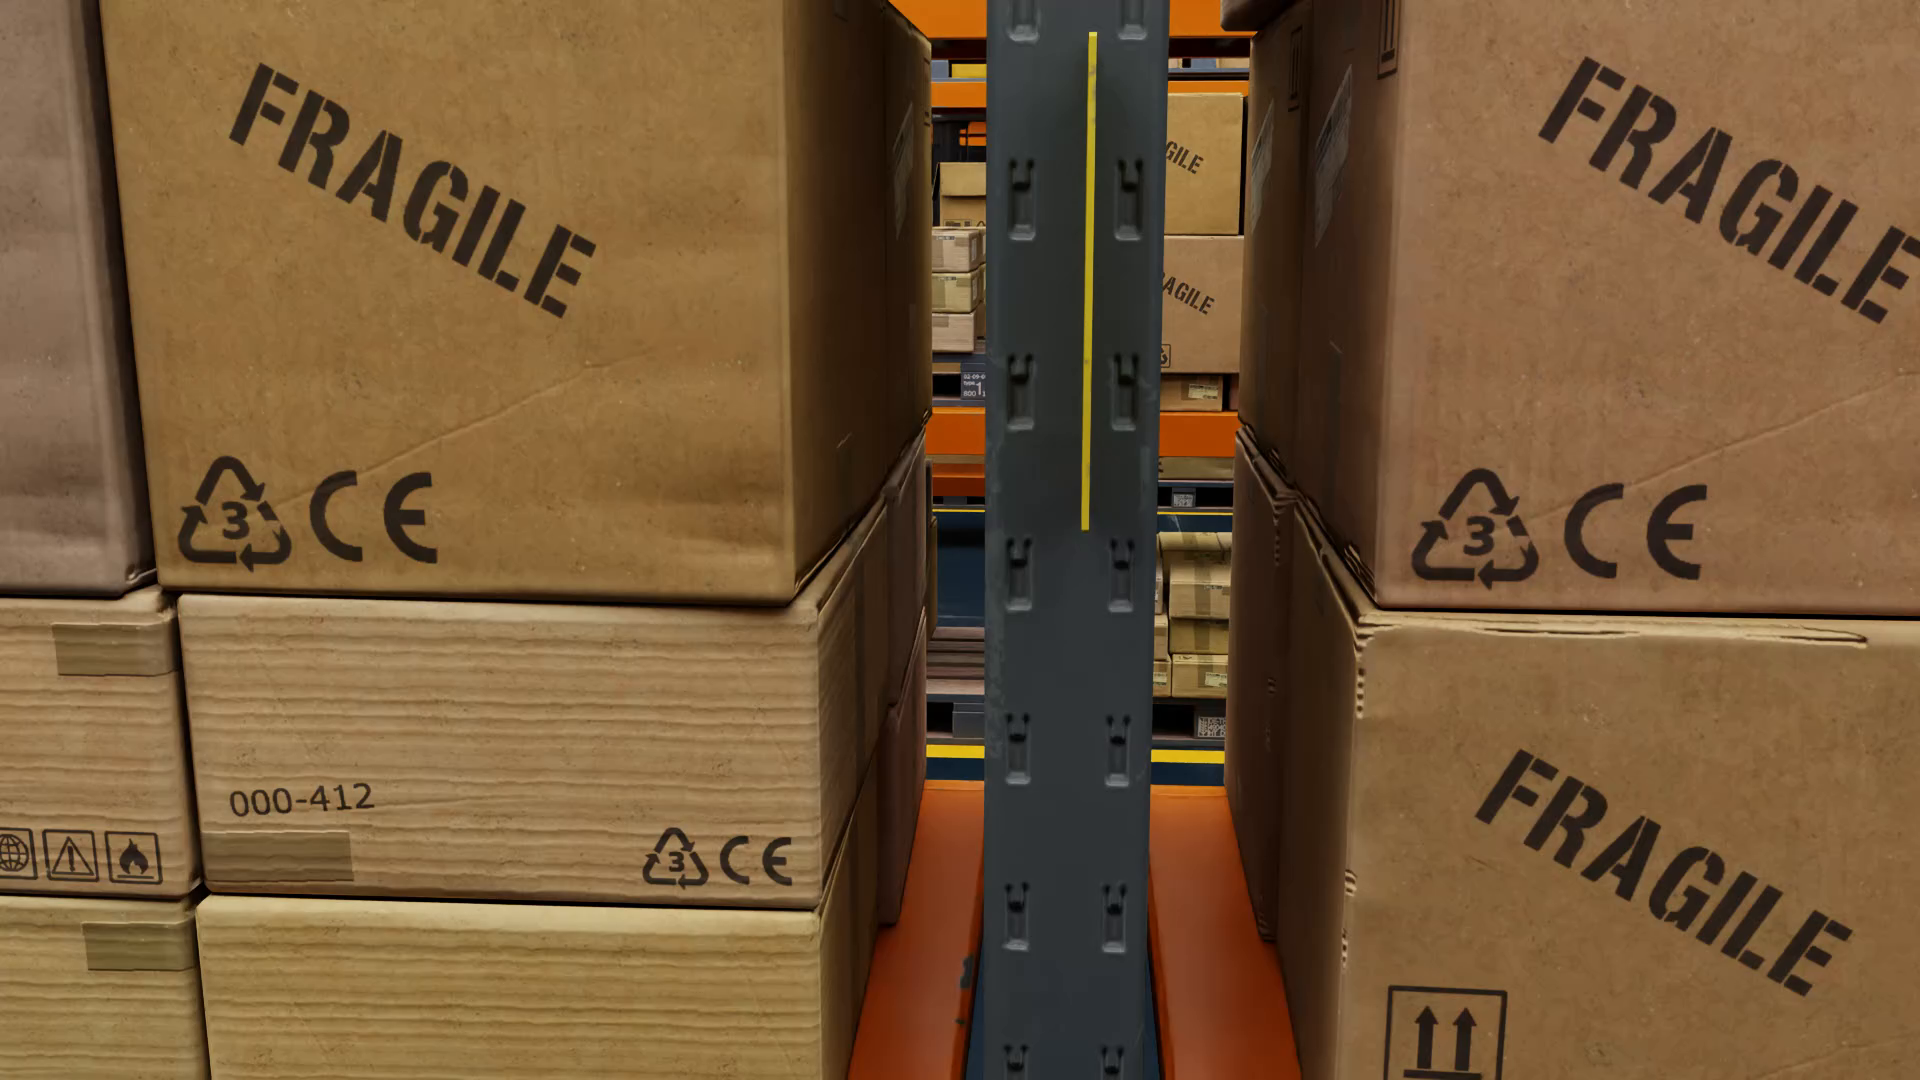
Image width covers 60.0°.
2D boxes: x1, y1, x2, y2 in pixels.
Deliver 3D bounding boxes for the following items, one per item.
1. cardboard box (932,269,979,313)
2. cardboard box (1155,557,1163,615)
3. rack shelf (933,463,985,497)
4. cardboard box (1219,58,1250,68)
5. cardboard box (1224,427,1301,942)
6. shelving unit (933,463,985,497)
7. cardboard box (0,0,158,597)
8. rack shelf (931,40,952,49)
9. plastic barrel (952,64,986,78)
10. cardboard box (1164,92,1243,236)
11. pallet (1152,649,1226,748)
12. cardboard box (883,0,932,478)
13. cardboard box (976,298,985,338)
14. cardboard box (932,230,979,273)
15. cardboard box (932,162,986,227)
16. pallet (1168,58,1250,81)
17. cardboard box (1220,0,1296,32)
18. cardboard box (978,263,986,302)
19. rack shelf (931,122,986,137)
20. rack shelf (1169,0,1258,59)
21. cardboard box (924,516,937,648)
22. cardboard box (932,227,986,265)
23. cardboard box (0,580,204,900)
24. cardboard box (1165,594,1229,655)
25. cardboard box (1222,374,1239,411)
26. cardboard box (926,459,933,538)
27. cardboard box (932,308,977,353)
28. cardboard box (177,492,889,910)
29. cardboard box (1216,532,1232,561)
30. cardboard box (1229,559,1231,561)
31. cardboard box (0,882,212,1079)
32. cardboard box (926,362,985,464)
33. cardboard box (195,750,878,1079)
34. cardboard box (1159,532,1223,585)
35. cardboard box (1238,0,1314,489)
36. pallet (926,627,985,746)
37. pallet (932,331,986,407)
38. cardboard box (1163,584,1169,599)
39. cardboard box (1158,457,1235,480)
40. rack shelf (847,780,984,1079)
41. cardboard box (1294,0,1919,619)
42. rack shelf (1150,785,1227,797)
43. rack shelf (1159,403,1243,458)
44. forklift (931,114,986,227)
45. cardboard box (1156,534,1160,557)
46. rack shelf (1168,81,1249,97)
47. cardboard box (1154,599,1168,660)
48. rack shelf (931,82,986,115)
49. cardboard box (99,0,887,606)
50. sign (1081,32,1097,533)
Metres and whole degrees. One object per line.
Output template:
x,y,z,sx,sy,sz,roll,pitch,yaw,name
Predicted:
-0.066,-0.963,6.405,0.250,0.149,0.380,1,12,5,cardboard box
0.674,0.176,6.583,0.250,0.149,0.380,1,12,6,cardboard box
0.007,-0.311,10.203,1.000,0.278,0.538,1,12,4,rack shelf
3.428,-5.795,20.635,0.500,0.500,0.700,1,12,4,cardboard box
0.594,0.149,1.988,0.500,0.500,0.500,1,12,4,cardboard box
0.007,-0.550,10.152,1.048,1.125,0.538,1,12,4,shelving unit
-0.865,-0.255,1.477,0.500,0.500,0.500,1,12,5,cardboard box
-1.651,-2.008,6.497,3.809,0.124,0.919,1,12,4,rack shelf
0.183,-4.530,15.786,0.600,0.588,0.600,0,12,0,plastic barrel
0.778,-1.397,6.209,0.500,0.500,0.500,1,12,5,cardboard box
1.017,0.598,6.896,1.213,0.211,1.003,1,12,4,pallet
-0.305,-0.360,1.975,0.500,0.500,0.500,1,12,4,cardboard box
-0.018,-0.951,7.077,0.250,0.149,0.380,0,12,1,cardboard box
-0.069,-1.109,6.377,0.250,0.149,0.380,1,12,6,cardboard box
0.139,-2.328,11.378,0.637,0.503,0.797,0,12,2,cardboard box
1.592,-3.193,11.095,1.213,0.211,1.003,1,12,4,pallet
0.443,-0.673,1.890,0.250,0.149,0.380,1,12,3,cardboard box
-0.018,-1.097,7.047,0.250,0.149,0.380,1,12,5,cardboard box
-0.888,-3.936,16.191,4.000,0.370,1.077,1,12,4,rack shelf
2.340,-1.858,6.255,4.000,0.370,1.077,1,12,4,rack shelf
-0.375,0.184,7.140,0.500,0.500,0.500,1,12,6,cardboard box
-0.018,-1.242,7.016,0.250,0.149,0.380,1,12,7,cardboard box
-0.841,0.110,1.560,0.500,0.250,0.500,1,12,5,cardboard box
0.943,0.330,6.573,0.250,0.149,0.380,1,12,4,cardboard box
1.137,-0.594,6.397,0.250,0.149,0.380,0,12,1,cardboard box
-0.375,-0.182,7.062,0.500,0.250,0.500,0,12,1,cardboard box
-0.065,-0.817,6.435,0.250,0.149,0.380,1,12,2,cardboard box
-0.342,0.116,1.534,0.500,0.250,0.500,1,12,4,cardboard box
1.223,0.078,7.051,0.250,0.149,0.380,1,12,3,cardboard box
1.201,0.186,6.538,0.250,0.149,0.380,1,12,3,cardboard box
-0.858,0.355,1.611,0.500,0.250,0.500,1,12,3,cardboard box
0.137,-0.951,11.654,0.875,0.875,1.225,1,12,4,cardboard box
-0.350,0.362,1.577,0.500,0.250,0.500,1,12,2,cardboard box
0.974,0.077,7.060,0.250,0.149,0.380,1,12,4,cardboard box
0.604,-0.345,1.905,0.500,0.500,0.500,1,12,3,cardboard box
-0.433,0.585,6.954,1.213,0.211,1.003,1,12,4,pallet
-0.409,-0.716,6.831,1.213,0.211,1.003,1,12,4,pallet
0.951,0.216,7.122,0.250,0.149,0.380,0,12,1,cardboard box
1.430,-0.921,11.510,0.875,0.875,0.875,1,12,4,cardboard box
-1.881,0.568,1.983,4.000,0.370,1.077,1,12,4,rack shelf
0.573,-0.239,1.398,0.500,0.500,0.500,1,12,4,cardboard box
2.110,0.623,1.721,4.000,0.370,1.077,1,12,4,rack shelf
2.506,-1.610,8.795,4.006,1.845,5.958,1,12,4,rack shelf
-0.011,-2.382,14.495,1.130,2.935,3.031,-6,13,-25,forklift
0.717,0.081,7.038,0.250,0.149,0.380,1,12,5,cardboard box
2.772,-2.870,11.093,4.000,0.370,1.077,1,12,4,rack shelf
0.685,0.345,6.502,0.250,0.149,0.380,1,12,6,cardboard box
-1.219,-2.925,11.354,4.000,0.370,1.077,1,12,4,rack shelf
-0.348,-0.250,1.450,0.500,0.500,0.500,1,12,6,cardboard box
0.088,-0.174,1.137,0.005,0.325,0.100,1,12,4,sign
